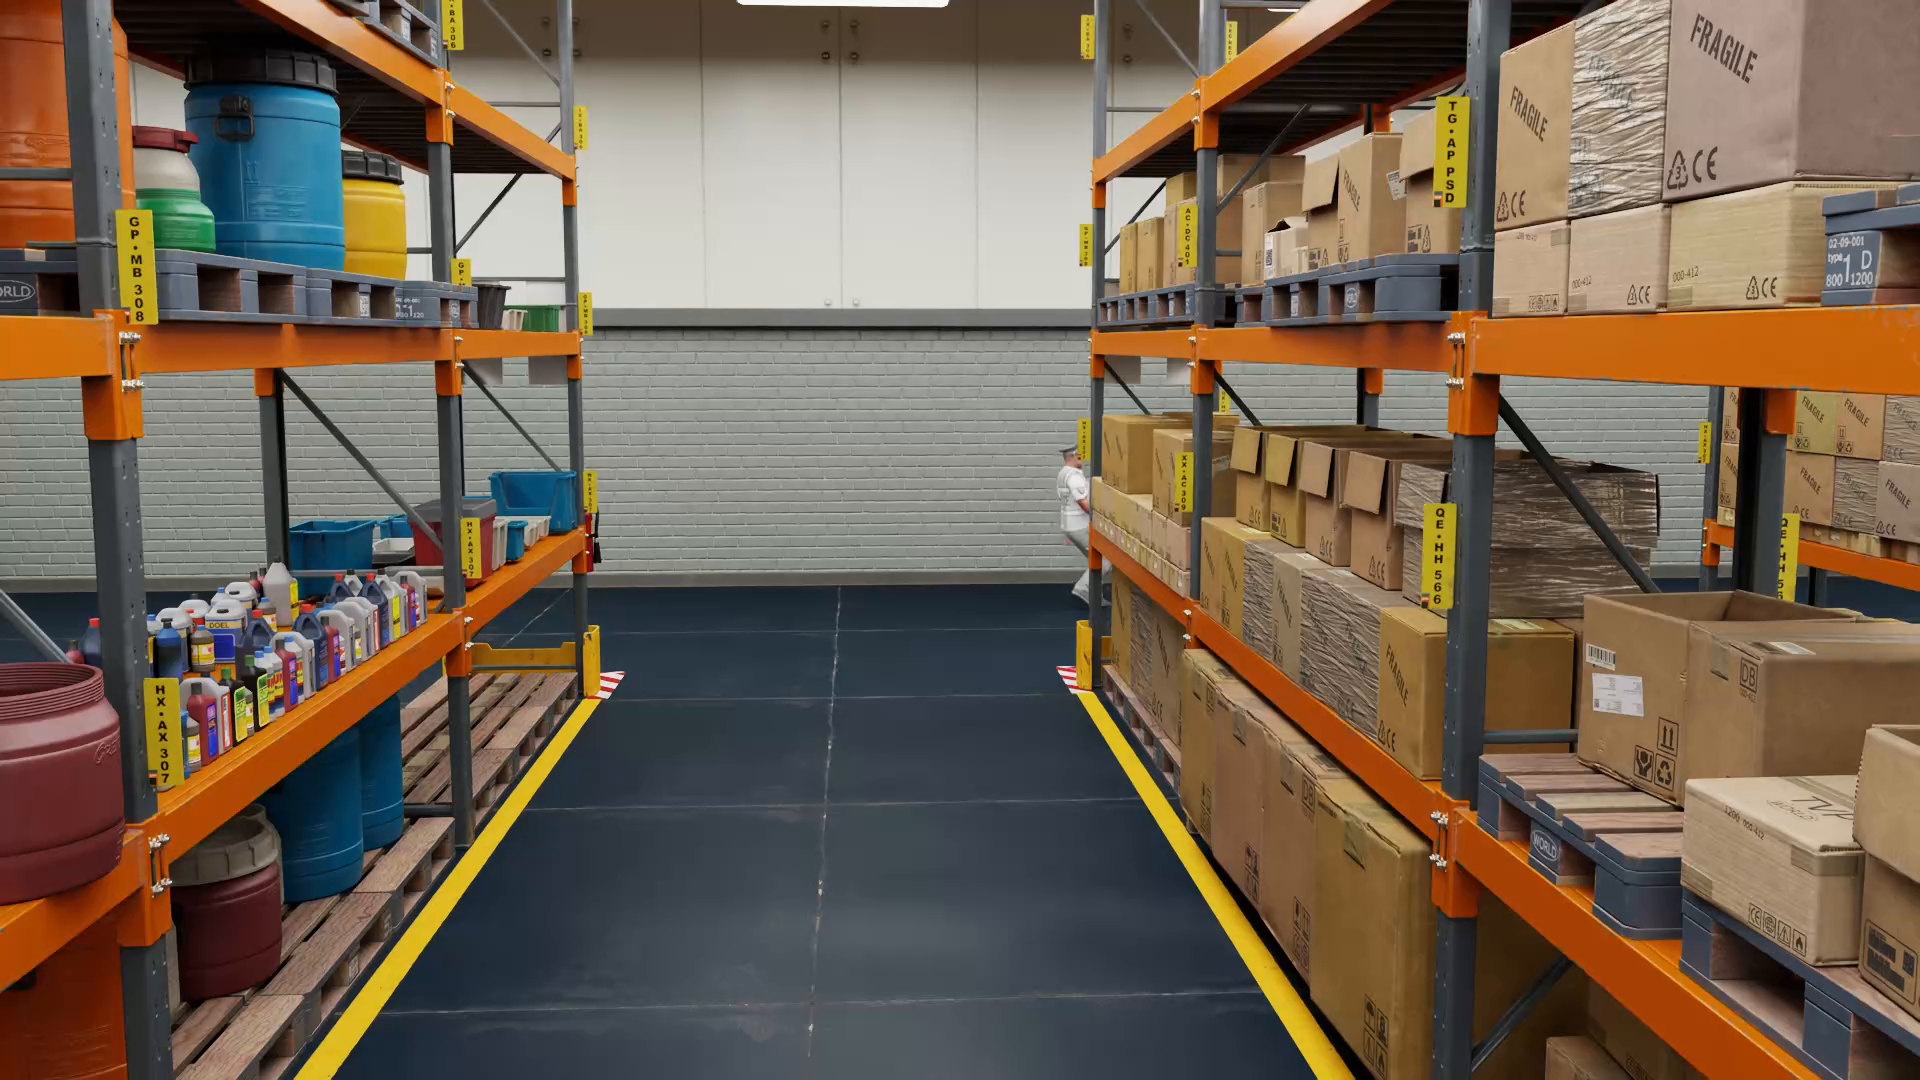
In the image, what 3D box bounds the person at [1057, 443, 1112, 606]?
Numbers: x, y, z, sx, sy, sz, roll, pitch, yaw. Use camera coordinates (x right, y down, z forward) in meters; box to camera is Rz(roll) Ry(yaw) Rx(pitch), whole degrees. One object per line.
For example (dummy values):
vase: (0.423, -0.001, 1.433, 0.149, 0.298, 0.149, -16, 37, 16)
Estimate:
person: (1.340, -0.138, 17.153, 0.641, 1.742, 0.582, -1, 7, -12)
